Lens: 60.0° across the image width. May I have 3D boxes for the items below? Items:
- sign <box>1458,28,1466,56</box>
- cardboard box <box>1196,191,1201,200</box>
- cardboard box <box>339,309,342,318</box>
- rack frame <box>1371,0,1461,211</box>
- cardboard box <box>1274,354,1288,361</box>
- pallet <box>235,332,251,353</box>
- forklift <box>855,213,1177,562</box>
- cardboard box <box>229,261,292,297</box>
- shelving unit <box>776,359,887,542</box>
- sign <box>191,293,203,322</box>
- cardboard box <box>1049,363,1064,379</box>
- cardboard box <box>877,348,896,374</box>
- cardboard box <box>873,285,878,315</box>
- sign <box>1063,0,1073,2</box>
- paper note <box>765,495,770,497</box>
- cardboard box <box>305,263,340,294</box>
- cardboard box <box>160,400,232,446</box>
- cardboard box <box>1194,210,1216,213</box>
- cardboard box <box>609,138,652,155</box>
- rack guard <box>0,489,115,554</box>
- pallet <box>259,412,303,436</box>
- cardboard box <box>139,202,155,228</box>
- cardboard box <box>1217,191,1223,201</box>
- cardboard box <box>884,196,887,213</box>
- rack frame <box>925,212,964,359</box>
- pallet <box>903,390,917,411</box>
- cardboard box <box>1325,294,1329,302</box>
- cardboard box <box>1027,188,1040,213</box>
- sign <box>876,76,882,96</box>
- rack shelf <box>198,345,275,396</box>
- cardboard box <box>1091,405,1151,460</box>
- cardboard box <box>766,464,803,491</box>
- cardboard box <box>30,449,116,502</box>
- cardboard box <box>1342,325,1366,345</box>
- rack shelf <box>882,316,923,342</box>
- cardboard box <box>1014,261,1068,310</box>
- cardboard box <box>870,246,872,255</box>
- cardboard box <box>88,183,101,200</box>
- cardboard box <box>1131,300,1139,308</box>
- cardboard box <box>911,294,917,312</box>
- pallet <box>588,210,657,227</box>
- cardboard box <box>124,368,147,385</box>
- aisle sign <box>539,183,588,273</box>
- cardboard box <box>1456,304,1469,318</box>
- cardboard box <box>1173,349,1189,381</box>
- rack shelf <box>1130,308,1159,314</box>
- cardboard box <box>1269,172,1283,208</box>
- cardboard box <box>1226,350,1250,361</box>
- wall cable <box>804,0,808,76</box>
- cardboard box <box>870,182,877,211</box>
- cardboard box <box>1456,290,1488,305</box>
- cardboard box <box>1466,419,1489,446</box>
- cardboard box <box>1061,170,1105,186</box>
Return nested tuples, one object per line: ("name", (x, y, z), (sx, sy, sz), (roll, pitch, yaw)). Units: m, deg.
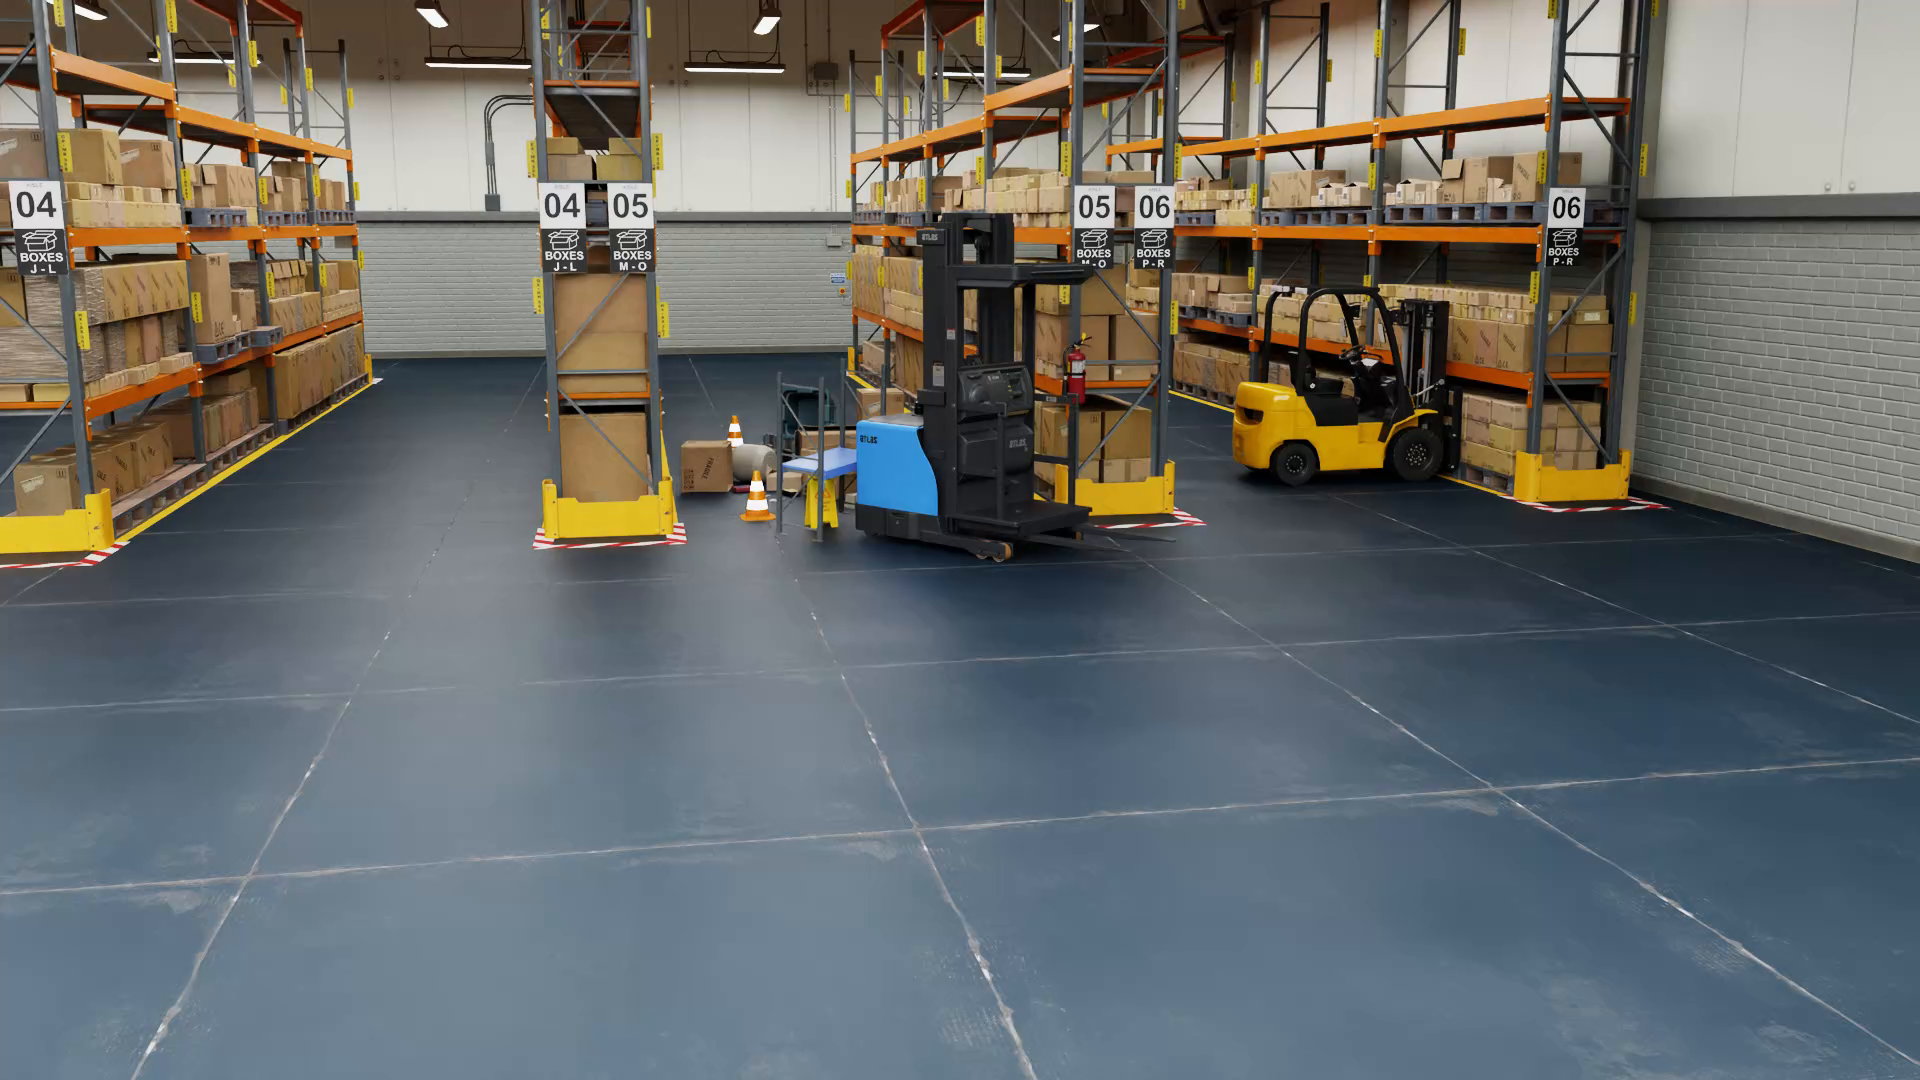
("sign", (6.200, -6.154, 20.542), (0.100, 0.325, 0.005), (-2, 11, -11))
("cardboard box", (4.041, -5.569, 26.898), (0.380, 0.149, 0.250), (-2, 11, -11))
("cardboard box", (-10.478, -3.761, 27.607), (0.380, 0.149, 0.250), (-2, 11, -10))
("rack frame", (5.651, -5.602, 20.562), (1.000, 3.000, 0.127), (-2, 11, -11))
("cardboard box", (5.077, -2.793, 25.673), (0.380, 0.149, 0.250), (-2, 11, -8))
("pallet", (-9.291, -2.391, 20.250), (1.003, 0.211, 1.213), (-2, 11, -11))
("forklift", (0.473, -1.362, 14.513), (3.031, 2.935, 1.130), (9, 14, 40))
("cardboard box", (-10.103, -3.766, 24.010), (0.797, 0.503, 0.637), (-2, 11, -9))
("shelving unit", (-1.187, -0.850, 15.431), (0.538, 1.500, 1.048), (10, 17, 29))
("sign", (-8.407, -2.560, 18.308), (0.100, 0.325, 0.005), (-2, 11, -11))
("cardboard box", (1.120, -1.720, 16.882), (0.380, 0.149, 0.250), (-2, 11, -12))
("cardboard box", (-0.965, -3.172, 29.568), (0.875, 0.438, 0.875), (-2, 11, -13))
("cardboard box", (-1.220, -4.160, 28.763), (0.500, 0.500, 0.500), (-2, 11, -12))
("sign", (1.012, -5.207, 15.567), (0.100, 0.325, 0.005), (-2, 11, -11))
("paper note", (-2.044, -0.470, 17.636), (0.032, 0.001, 0.123), (4, 11, 18))
("cardboard box", (-10.530, -4.304, 27.389), (0.500, 0.500, 0.500), (-2, 11, -13))
("cardboard box", (-9.220, -1.406, 20.068), (0.700, 0.500, 0.500), (-3, 11, -16))
("cardboard box", (4.276, -5.771, 29.079), (0.500, 0.250, 0.500), (-2, 11, -12))
("cardboard box", (-3.028, -3.612, 15.276), (0.380, 0.149, 0.250), (-2, 11, -10))
("rack guard", (-8.175, -0.166, 14.730), (1.175, 0.500, 0.348), (-2, 11, -11))
("pallet", (-9.795, -1.624, 23.167), (1.003, 0.211, 1.213), (-2, 11, -11))
("cardboard box", (-8.398, -3.250, 16.626), (0.500, 0.250, 0.500), (-2, 11, -11))
("cardboard box", (4.263, -5.421, 26.171), (0.380, 0.149, 0.250), (-2, 11, -11))
("cardboard box", (-1.019, -5.450, 27.024), (0.396, 0.266, 0.258), (-2, 11, -12))
("rack frame", (0.005, -3.207, 24.025), (1.000, 3.000, 0.127), (-2, 11, -11))
("pallet", (-0.309, -2.208, 26.233), (1.003, 0.211, 1.213), (-2, 11, -11))
("cardboard box", (5.132, -3.264, 22.323), (0.380, 0.149, 0.250), (-2, 11, -12))
("cardboard box", (0.995, -3.557, 17.448), (0.500, 0.250, 0.500), (-2, 11, -9))
("sign", (-1.322, -7.409, 27.134), (0.100, 0.325, 0.005), (-2, 11, -11))
("rack shelf", (-9.327, -2.127, 20.272), (1.077, 0.370, 4.000), (-2, 11, -11))
("cardboard box", (1.670, -1.126, 17.317), (0.500, 0.500, 0.500), (-3, 11, -13))
("cardboard box", (-1.912, -0.684, 18.079), (0.396, 0.266, 0.258), (0, 11, -1))
("cardboard box", (-8.415, -0.582, 15.792), (0.500, 0.500, 0.500), (1, 11, 4))
("cardboard box", (5.296, -2.664, 21.573), (0.500, 0.250, 0.500), (-2, 11, -10))
("rack shelf", (-0.384, -3.221, 26.020), (1.077, 0.370, 4.000), (-2, 11, -11))
("cardboard box", (0.956, -2.695, 17.597), (0.700, 0.500, 0.500), (-2, 11, -12))
("cardboard box", (-1.394, -5.126, 29.430), (0.380, 0.149, 0.250), (-2, 11, -11))
("cardboard box", (-8.095, -3.180, 15.193), (0.380, 0.149, 0.250), (-2, 11, -9))
("cardboard box", (3.385, -4.376, 30.840), (0.380, 0.149, 0.250), (-2, 11, -10))
("cardboard box", (-0.442, -3.553, 24.904), (0.500, 0.250, 0.500), (-2, 11, -12))
("pallet", (-4.654, -4.273, 22.109), (1.213, 0.211, 1.003), (-2, 11, -8))
("cardboard box", (-8.178, -1.596, 16.231), (0.380, 0.149, 0.250), (-2, 11, -11))
("aisle sign", (-3.556, -2.795, 14.905), (0.394, 0.787, 0.004), (-2, 11, -11))
("cardboard box", (5.813, -2.577, 18.710), (0.380, 0.149, 0.250), (-2, 11, -11))
("cardboard box", (3.968, -3.004, 28.517), (0.500, 0.500, 0.500), (-2, 11, -9))
("rack shelf", (3.706, -4.136, 30.826), (1.077, 0.370, 4.000), (-2, 11, -11))
("cardboard box", (4.775, -5.025, 23.894), (0.500, 0.500, 0.500), (-2, 11, -11))
("cardboard box", (4.430, -2.916, 26.321), (0.380, 0.149, 0.250), (-2, 11, -9))
("wall cable", (-4.452, -11.545, 35.741), (2.355, 3.000, 0.029), (-2, 11, -11))
("cardboard box", (-1.306, -6.077, 29.424), (0.500, 0.500, 0.500), (-2, 11, -10))
("cardboard box", (5.806, -2.724, 18.686), (0.380, 0.149, 0.250), (-2, 11, -10))
("cardboard box", (5.941, -1.193, 18.334), (0.500, 0.250, 0.500), (-2, 11, -12))
("cardboard box", (1.205, -3.533, 16.254), (0.380, 0.149, 0.250), (-2, 11, -10))
